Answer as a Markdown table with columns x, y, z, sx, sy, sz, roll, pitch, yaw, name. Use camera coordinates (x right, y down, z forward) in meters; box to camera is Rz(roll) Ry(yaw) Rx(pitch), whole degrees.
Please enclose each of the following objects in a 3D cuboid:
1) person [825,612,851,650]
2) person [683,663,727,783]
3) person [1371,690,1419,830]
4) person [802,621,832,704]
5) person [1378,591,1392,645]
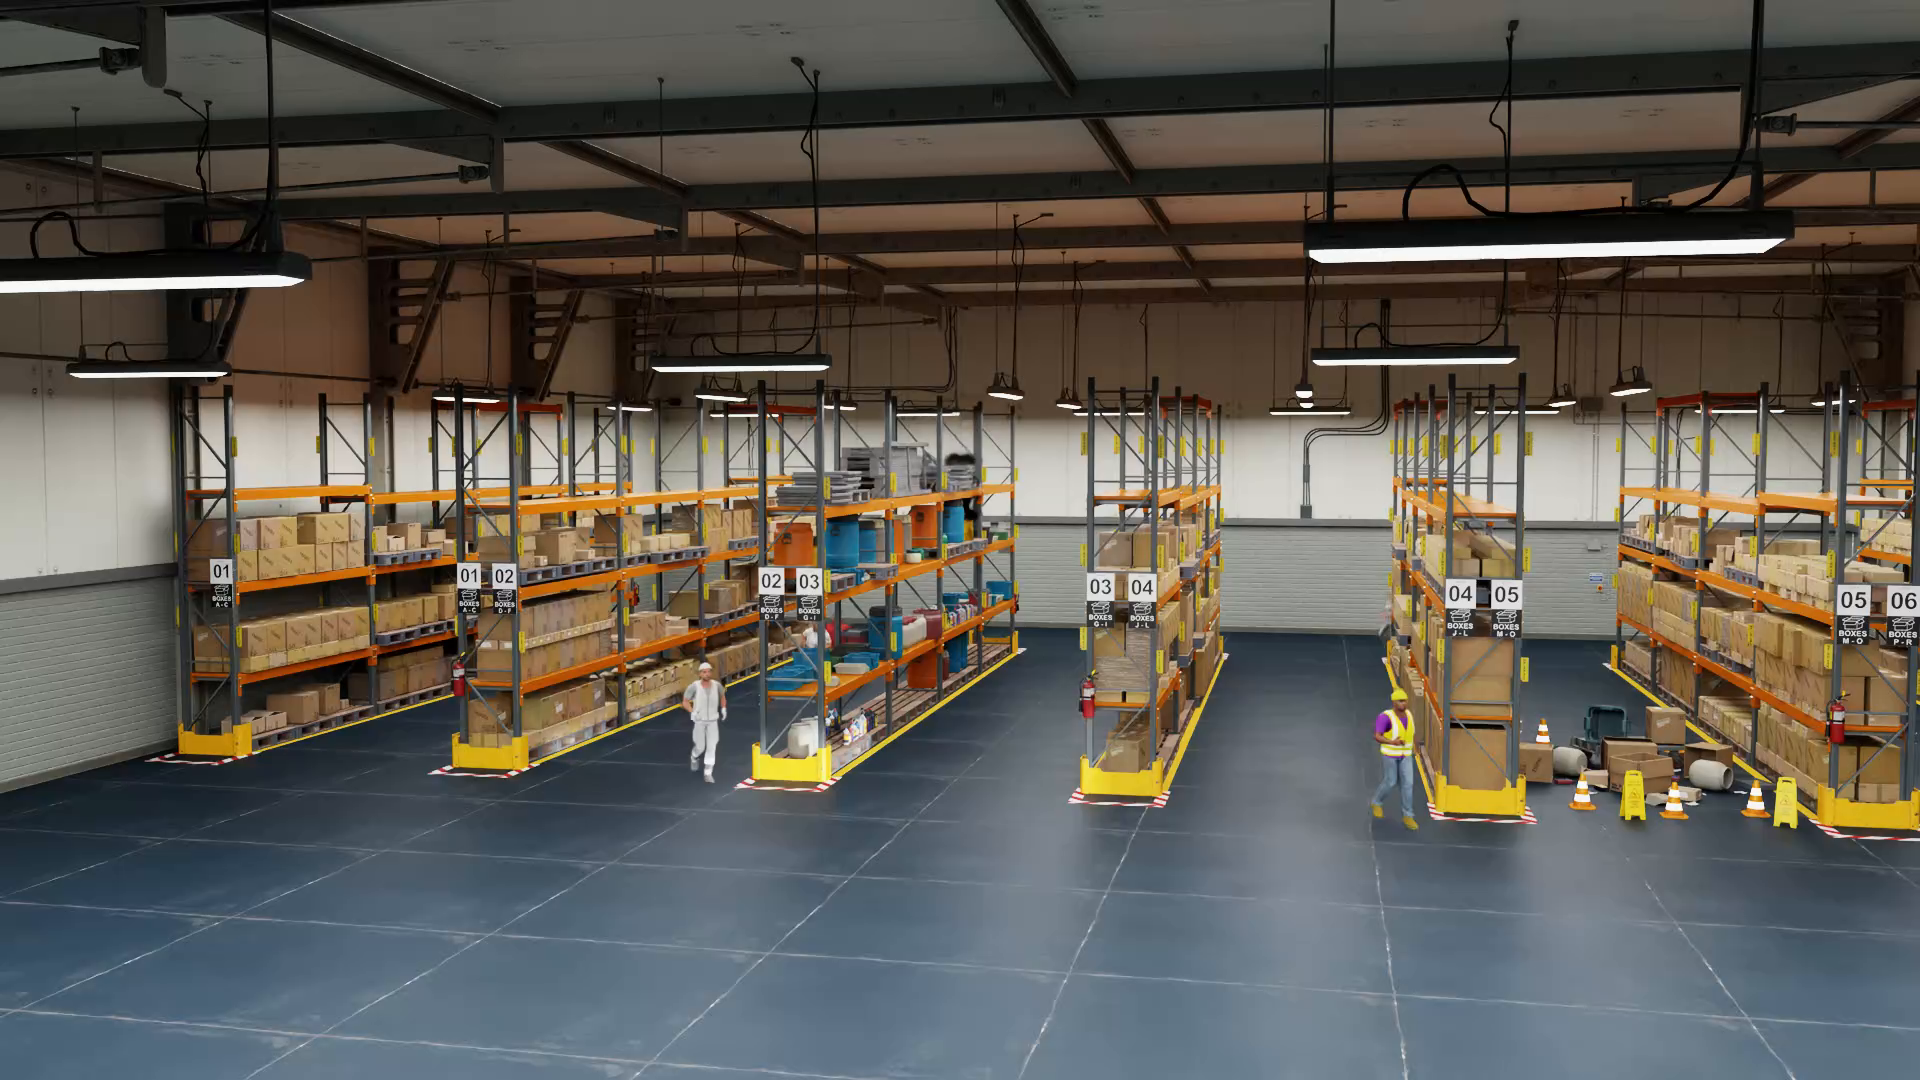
| x | y | z | sx | sy | sz | roll | pitch | yaw | name |
| --- | --- | --- | --- | --- | --- | --- | --- | --- | --- |
| -2.488 | 2.290 | 33.496 | 0.677 | 1.690 | 0.926 | 1 | 3 | 16 | person |
| -3.842 | 2.723 | 25.012 | 0.659 | 1.777 | 0.765 | -1 | 3 | -23 | person |
| 5.795 | 2.866 | 22.076 | 0.724 | 1.777 | 0.850 | -1 | 3 | -19 | person |
| -2.814 | 2.356 | 32.707 | 0.626 | 1.705 | 0.830 | 0 | 3 | 6 | person |
| 10.244 | 1.989 | 39.662 | 0.589 | 1.557 | 0.510 | -1 | 4 | -25 | person |
